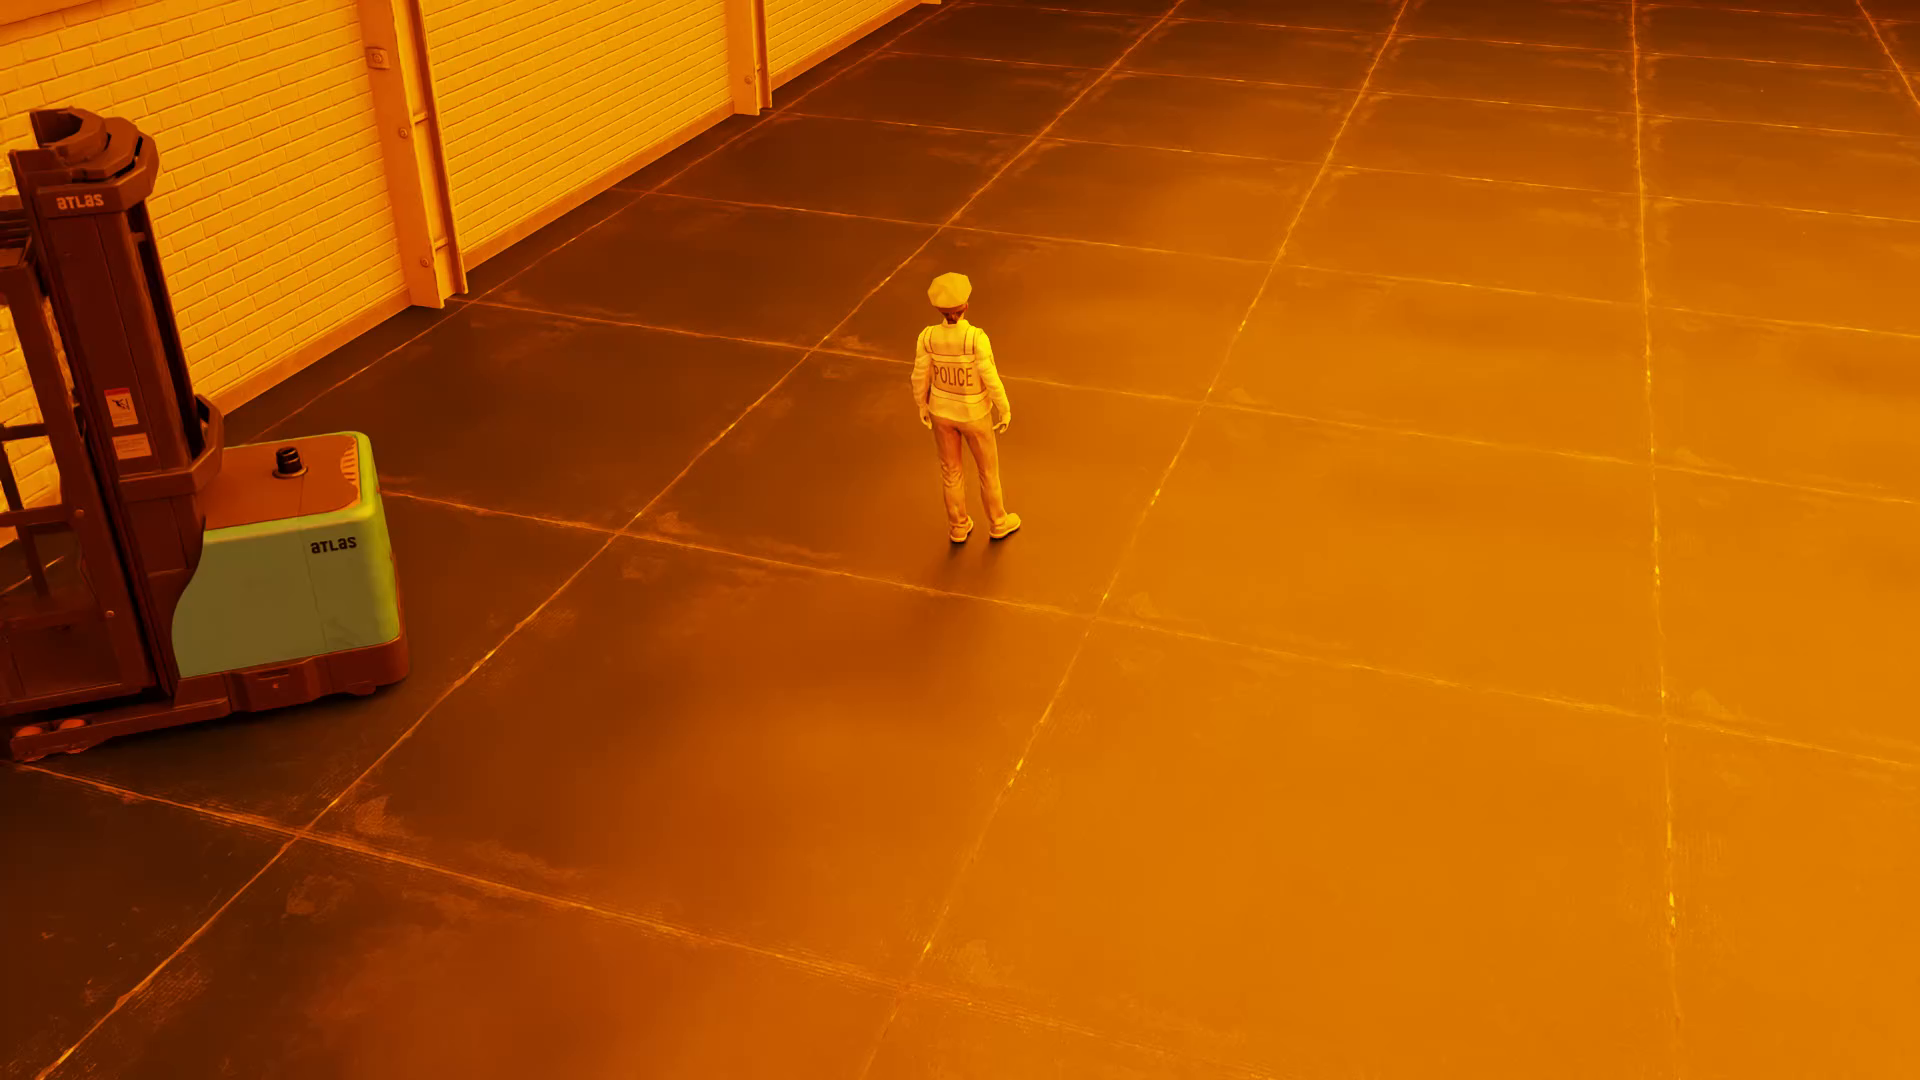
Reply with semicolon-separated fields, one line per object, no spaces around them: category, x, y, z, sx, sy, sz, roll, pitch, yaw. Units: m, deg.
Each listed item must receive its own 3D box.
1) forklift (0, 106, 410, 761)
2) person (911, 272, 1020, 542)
forklift;-4.465;-0.480;7.979;3.031;2.935;1.130;-10;31;-17
person;0.028;-0.773;9.728;0.587;1.695;0.531;10;31;16
